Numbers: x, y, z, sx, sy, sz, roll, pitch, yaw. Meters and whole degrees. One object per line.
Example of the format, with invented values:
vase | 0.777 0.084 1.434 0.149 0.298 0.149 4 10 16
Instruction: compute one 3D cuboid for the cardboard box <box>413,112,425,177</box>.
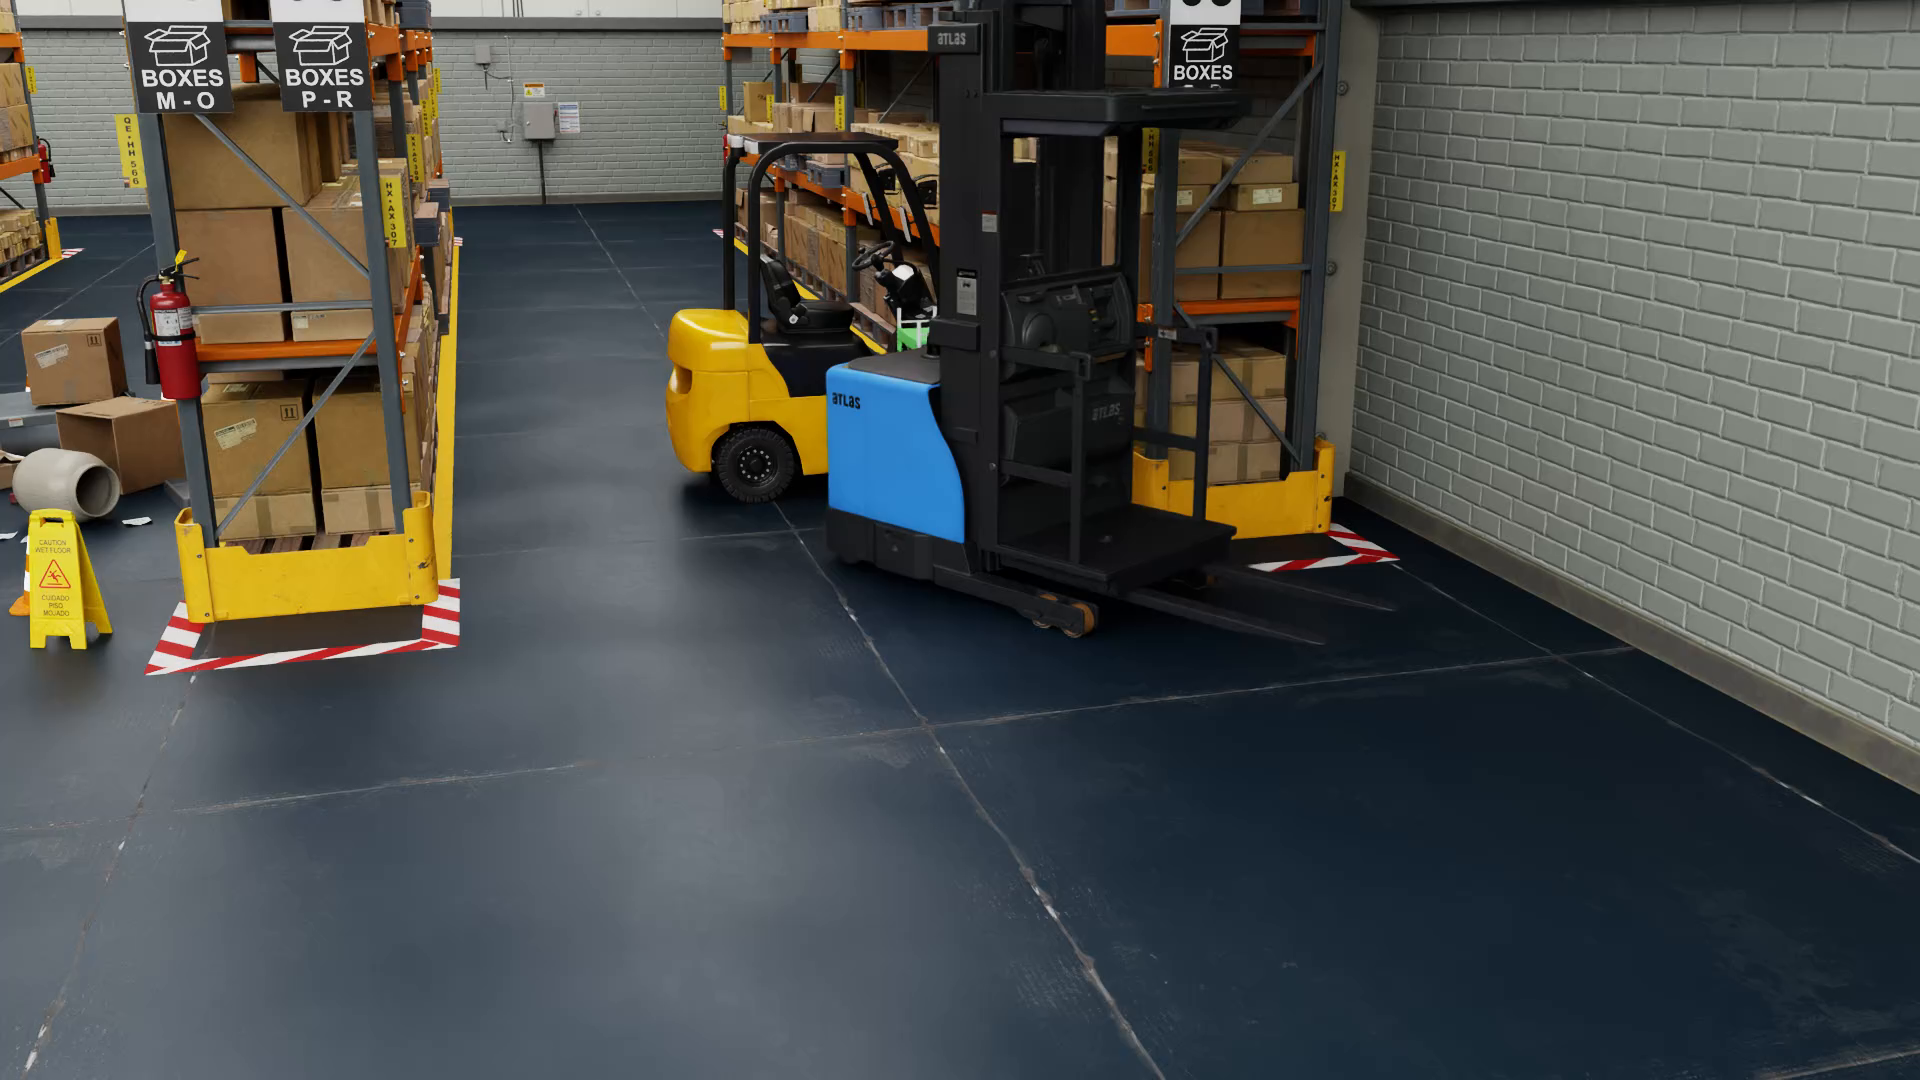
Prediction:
cardboard box | -4.590 -3.167 13.361 0.500 0.500 0.500 -5 18 -18

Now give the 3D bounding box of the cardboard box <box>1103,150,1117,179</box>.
cardboard box | 1.050 -2.212 9.784 0.380 0.149 0.250 -4 17 -14

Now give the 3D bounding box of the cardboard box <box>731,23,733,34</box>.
cardboard box | -2.987 -7.128 23.191 0.380 0.149 0.250 -4 17 -14

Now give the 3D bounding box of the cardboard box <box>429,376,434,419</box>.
cardboard box | -3.904 -0.948 11.443 0.500 0.250 0.500 -4 17 -13

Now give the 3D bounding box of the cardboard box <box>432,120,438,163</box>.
cardboard box | -6.535 -4.757 19.899 0.500 0.500 0.500 -5 17 -15

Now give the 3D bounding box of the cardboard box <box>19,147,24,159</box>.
cardboard box | -11.960 -4.846 20.807 0.380 0.149 0.250 -5 17 -15

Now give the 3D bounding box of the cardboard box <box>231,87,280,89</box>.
cardboard box | -4.181 -2.452 9.972 0.700 0.500 0.500 -5 17 -16

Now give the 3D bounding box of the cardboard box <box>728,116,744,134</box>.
cardboard box | -2.985 -5.842 23.431 0.500 0.250 0.500 -5 17 -15

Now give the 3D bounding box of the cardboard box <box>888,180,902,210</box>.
cardboard box | -0.343 -3.067 14.708 0.500 0.250 0.500 -4 17 -13

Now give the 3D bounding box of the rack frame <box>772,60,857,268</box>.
rack frame | -1.752 -4.812 20.258 1.000 3.000 0.127 -5 17 -15

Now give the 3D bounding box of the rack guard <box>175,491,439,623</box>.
rack guard | -3.246 0.077 8.327 1.175 0.500 0.348 -5 17 -15

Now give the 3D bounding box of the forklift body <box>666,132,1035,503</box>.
forklift body | -0.729 -1.467 10.596 2.313 2.155 1.214 -5 17 -15

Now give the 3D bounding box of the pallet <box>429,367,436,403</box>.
pallet | -4.540 -1.086 12.699 1.003 0.211 1.213 -5 17 -15

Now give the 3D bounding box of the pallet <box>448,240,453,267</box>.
pallet | -6.996 -3.638 21.195 1.003 0.211 1.213 -5 17 -15

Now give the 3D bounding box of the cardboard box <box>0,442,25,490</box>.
cardboard box | -6.164 -0.501 10.659 0.396 0.266 0.258 11 20 32

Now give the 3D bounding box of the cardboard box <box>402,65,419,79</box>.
cardboard box | -6.360 -5.364 19.055 0.380 0.149 0.250 -5 17 -16

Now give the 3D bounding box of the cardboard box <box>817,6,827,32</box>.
cardboard box | -1.166 -5.332 17.036 0.500 0.250 0.500 -5 17 -15

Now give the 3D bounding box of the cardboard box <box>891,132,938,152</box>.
cardboard box | -0.387 -3.453 14.432 0.380 0.149 0.250 -5 17 -17

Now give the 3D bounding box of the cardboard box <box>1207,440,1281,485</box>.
cardboard box | 1.599 -0.528 10.047 0.500 0.250 0.500 -5 17 -15

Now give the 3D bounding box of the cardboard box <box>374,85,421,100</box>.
cardboard box | -5.470 -4.131 16.079 0.500 0.500 0.500 -5 17 -15

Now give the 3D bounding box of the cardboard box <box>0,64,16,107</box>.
cardboard box | -11.850 -5.528 20.212 0.500 0.500 0.500 -5 18 -17

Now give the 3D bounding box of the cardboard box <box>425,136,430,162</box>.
cardboard box | -5.592 -3.921 16.684 0.500 0.250 0.500 -5 17 -15

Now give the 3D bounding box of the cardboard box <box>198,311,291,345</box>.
cardboard box | -3.534 -1.066 8.222 0.380 0.149 0.250 -4 17 -13

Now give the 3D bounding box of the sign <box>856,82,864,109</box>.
sign | -1.219 -5.411 20.241 0.100 0.325 0.005 -5 17 -15

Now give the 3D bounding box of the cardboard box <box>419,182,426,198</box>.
cardboard box | -4.504 -2.827 13.357 0.380 0.149 0.250 -4 17 -13

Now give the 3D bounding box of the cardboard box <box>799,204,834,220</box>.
cardboard box | -1.677 -3.866 19.595 0.380 0.149 0.250 -6 18 -18

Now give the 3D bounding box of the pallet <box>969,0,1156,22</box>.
pallet | 0.706 -3.760 11.694 1.003 0.211 1.213 -5 17 -15

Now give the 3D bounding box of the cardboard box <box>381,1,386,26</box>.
cardboard box | -3.675 -3.173 10.024 0.380 0.149 0.250 -4 17 -14

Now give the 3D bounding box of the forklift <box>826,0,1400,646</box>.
forklift | 0.694 -1.106 8.041 3.031 2.935 1.130 15 22 41

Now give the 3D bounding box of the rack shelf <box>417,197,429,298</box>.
rack shelf | -4.874 -2.414 13.526 1.077 0.370 4.000 -5 17 -15

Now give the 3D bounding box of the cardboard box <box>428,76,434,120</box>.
cardboard box | -6.684 -5.379 20.234 0.500 0.500 0.500 -4 17 -14

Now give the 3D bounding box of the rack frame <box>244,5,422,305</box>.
rack frame | -4.325 -2.206 11.581 1.000 3.000 0.127 -5 17 -15

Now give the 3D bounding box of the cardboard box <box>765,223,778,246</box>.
cardboard box | -2.285 -3.933 21.355 0.396 0.266 0.258 -4 17 -13

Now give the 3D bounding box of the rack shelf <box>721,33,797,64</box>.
rack shelf | -2.301 -6.457 21.772 1.077 0.370 4.000 -5 17 -15

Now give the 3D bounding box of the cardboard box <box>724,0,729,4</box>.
cardboard box | -2.970 -7.523 22.942 0.500 0.250 0.500 -5 17 -16

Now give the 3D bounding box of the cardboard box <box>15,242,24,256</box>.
cardboard box | -11.640 -3.537 20.237 0.380 0.149 0.250 -6 18 -18

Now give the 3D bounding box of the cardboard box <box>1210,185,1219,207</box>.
cardboard box | 1.573 -2.029 9.691 0.380 0.149 0.250 -5 17 -15

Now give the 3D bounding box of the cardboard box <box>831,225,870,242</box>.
cardboard box | -1.136 -3.210 17.412 0.380 0.149 0.250 -6 18 -18

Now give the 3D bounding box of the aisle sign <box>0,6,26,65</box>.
aisle sign | -12.086 -6.395 21.008 0.394 0.787 0.004 -5 17 -15

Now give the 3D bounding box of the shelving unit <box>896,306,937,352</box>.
shelving unit | -0.191 -0.741 9.834 0.258 1.200 0.503 -4 17 -15

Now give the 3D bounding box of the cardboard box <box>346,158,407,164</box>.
cardboard box | -3.963 -2.293 11.180 0.500 0.500 0.500 -5 17 -17

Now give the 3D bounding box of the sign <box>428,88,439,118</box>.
sign | -6.004 -4.981 18.945 0.100 0.325 0.005 -5 17 -15

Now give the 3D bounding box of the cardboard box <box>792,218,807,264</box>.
cardboard box | -1.679 -3.518 19.565 0.500 0.500 0.500 -5 17 -16

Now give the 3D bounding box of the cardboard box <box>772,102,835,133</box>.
cardboard box | -1.834 -4.910 19.679 0.700 0.500 0.500 -4 17 -14

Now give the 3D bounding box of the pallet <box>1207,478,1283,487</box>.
pallet | 1.296 -0.366 10.302 1.003 0.211 1.213 -5 17 -15

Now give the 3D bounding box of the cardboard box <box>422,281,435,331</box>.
cardboard box | -5.278 -2.098 15.059 0.950 0.372 0.625 -6 18 -19

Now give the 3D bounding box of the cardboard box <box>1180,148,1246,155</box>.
cardboard box | 1.534 -2.251 9.912 0.380 0.149 0.250 -4 17 -14

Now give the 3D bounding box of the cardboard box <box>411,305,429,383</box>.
cardboard box | -3.904 -1.307 11.334 0.500 0.500 0.500 -5 17 -16

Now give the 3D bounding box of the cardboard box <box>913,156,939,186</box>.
cardboard box | -0.082 -3.024 13.697 0.500 0.250 0.500 -5 17 -17

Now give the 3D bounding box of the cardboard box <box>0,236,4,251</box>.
cardboard box | -11.437 -3.458 19.459 0.380 0.149 0.250 -5 17 -16

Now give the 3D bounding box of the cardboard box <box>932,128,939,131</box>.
cardboard box | -0.045 -3.709 15.286 0.380 0.149 0.250 -5 17 -16

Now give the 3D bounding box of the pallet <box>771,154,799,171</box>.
pallet | -1.637 -4.490 19.521 1.003 0.211 1.213 -5 17 -15

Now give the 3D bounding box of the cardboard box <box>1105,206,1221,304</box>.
cardboard box | 1.159 -1.656 9.577 0.500 0.500 0.500 -5 17 -16
